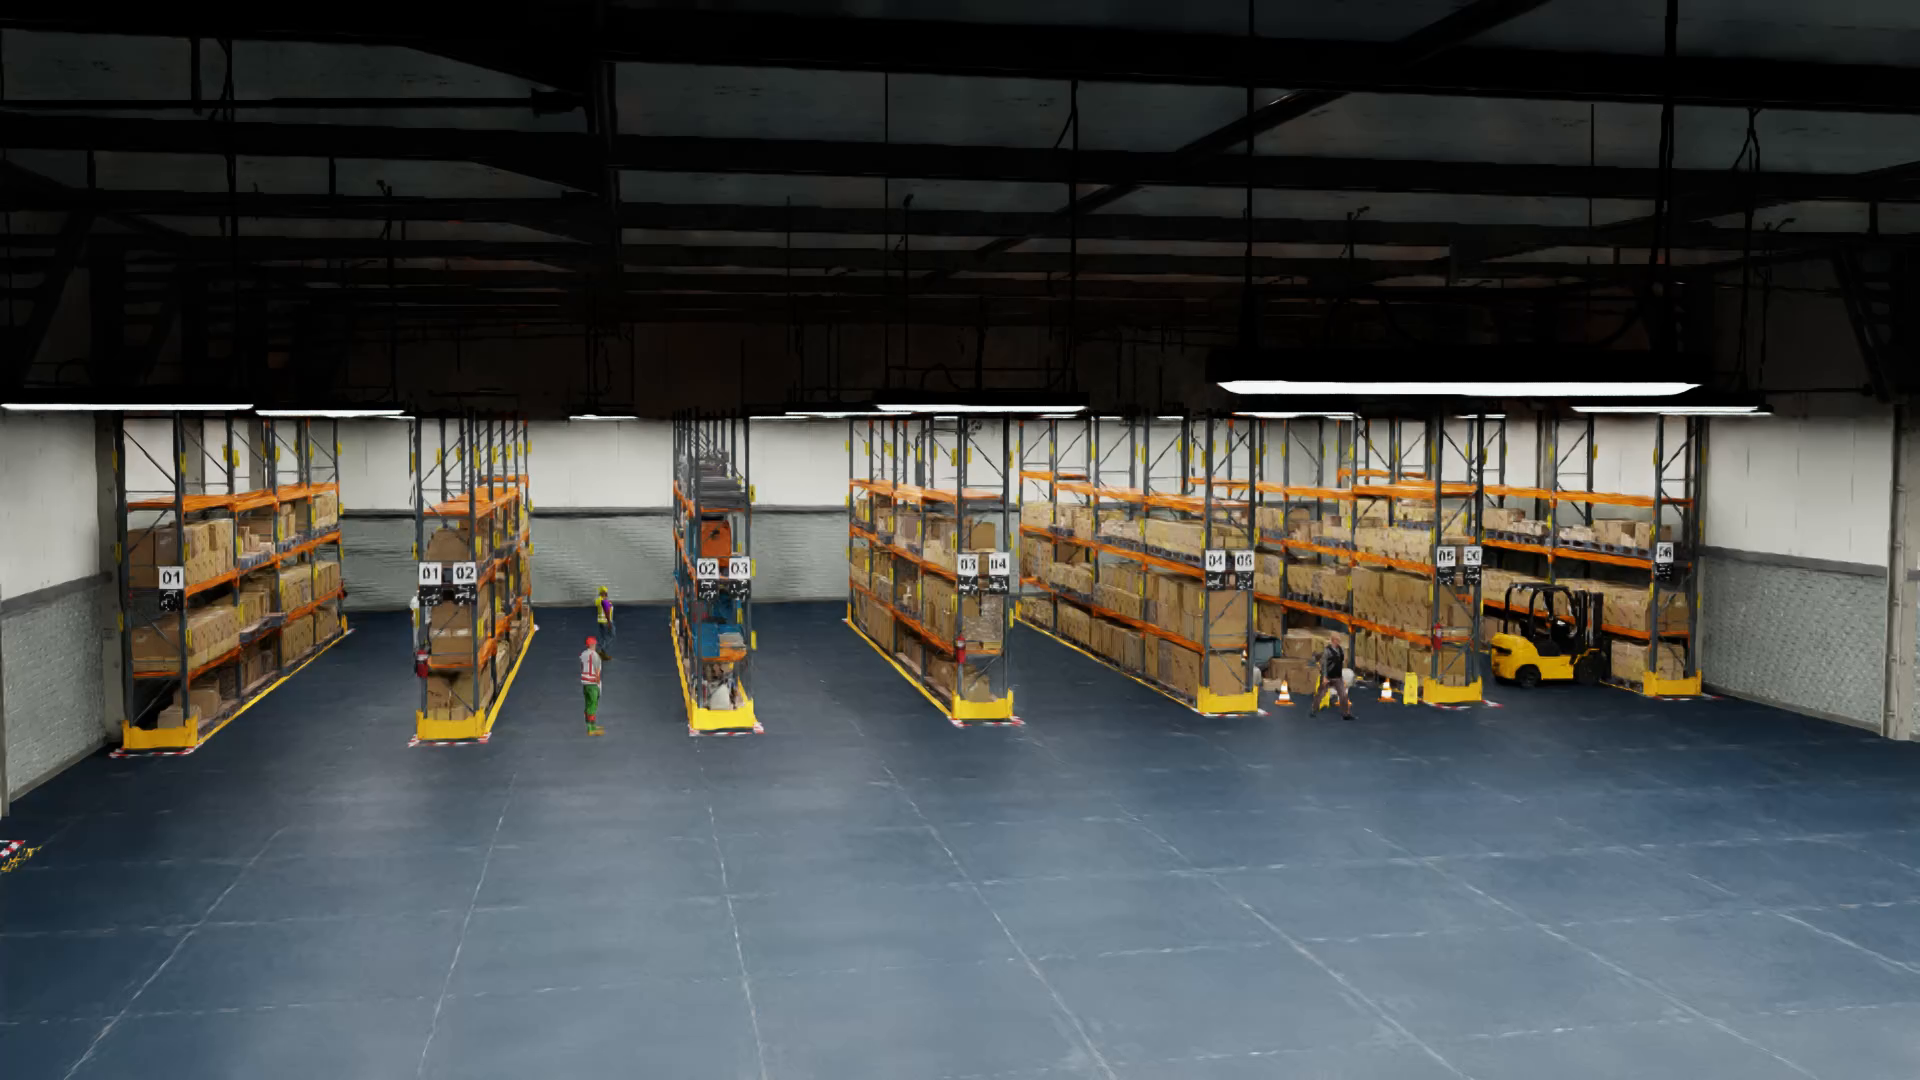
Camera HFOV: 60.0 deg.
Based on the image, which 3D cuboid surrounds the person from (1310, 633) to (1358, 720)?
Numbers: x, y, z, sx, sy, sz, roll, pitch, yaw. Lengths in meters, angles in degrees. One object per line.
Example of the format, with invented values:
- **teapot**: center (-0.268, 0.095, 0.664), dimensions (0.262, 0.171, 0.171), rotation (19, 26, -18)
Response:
- **person**: center (7.165, 2.619, 32.005), dimensions (0.577, 1.681, 0.953), rotation (-3, 5, -34)

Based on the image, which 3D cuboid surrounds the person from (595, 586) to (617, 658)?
- **person**: center (-8.590, 1.984, 40.171), dimensions (0.457, 1.763, 0.609), rotation (-3, 5, -38)

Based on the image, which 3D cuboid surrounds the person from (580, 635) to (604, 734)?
- **person**: center (-6.729, 2.638, 30.561), dimensions (0.446, 1.789, 0.605), rotation (-4, 5, -41)

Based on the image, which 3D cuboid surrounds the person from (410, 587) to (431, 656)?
- **person**: center (-13.205, 1.967, 40.820), dimensions (0.575, 1.689, 1.128), rotation (-1, 4, -13)
